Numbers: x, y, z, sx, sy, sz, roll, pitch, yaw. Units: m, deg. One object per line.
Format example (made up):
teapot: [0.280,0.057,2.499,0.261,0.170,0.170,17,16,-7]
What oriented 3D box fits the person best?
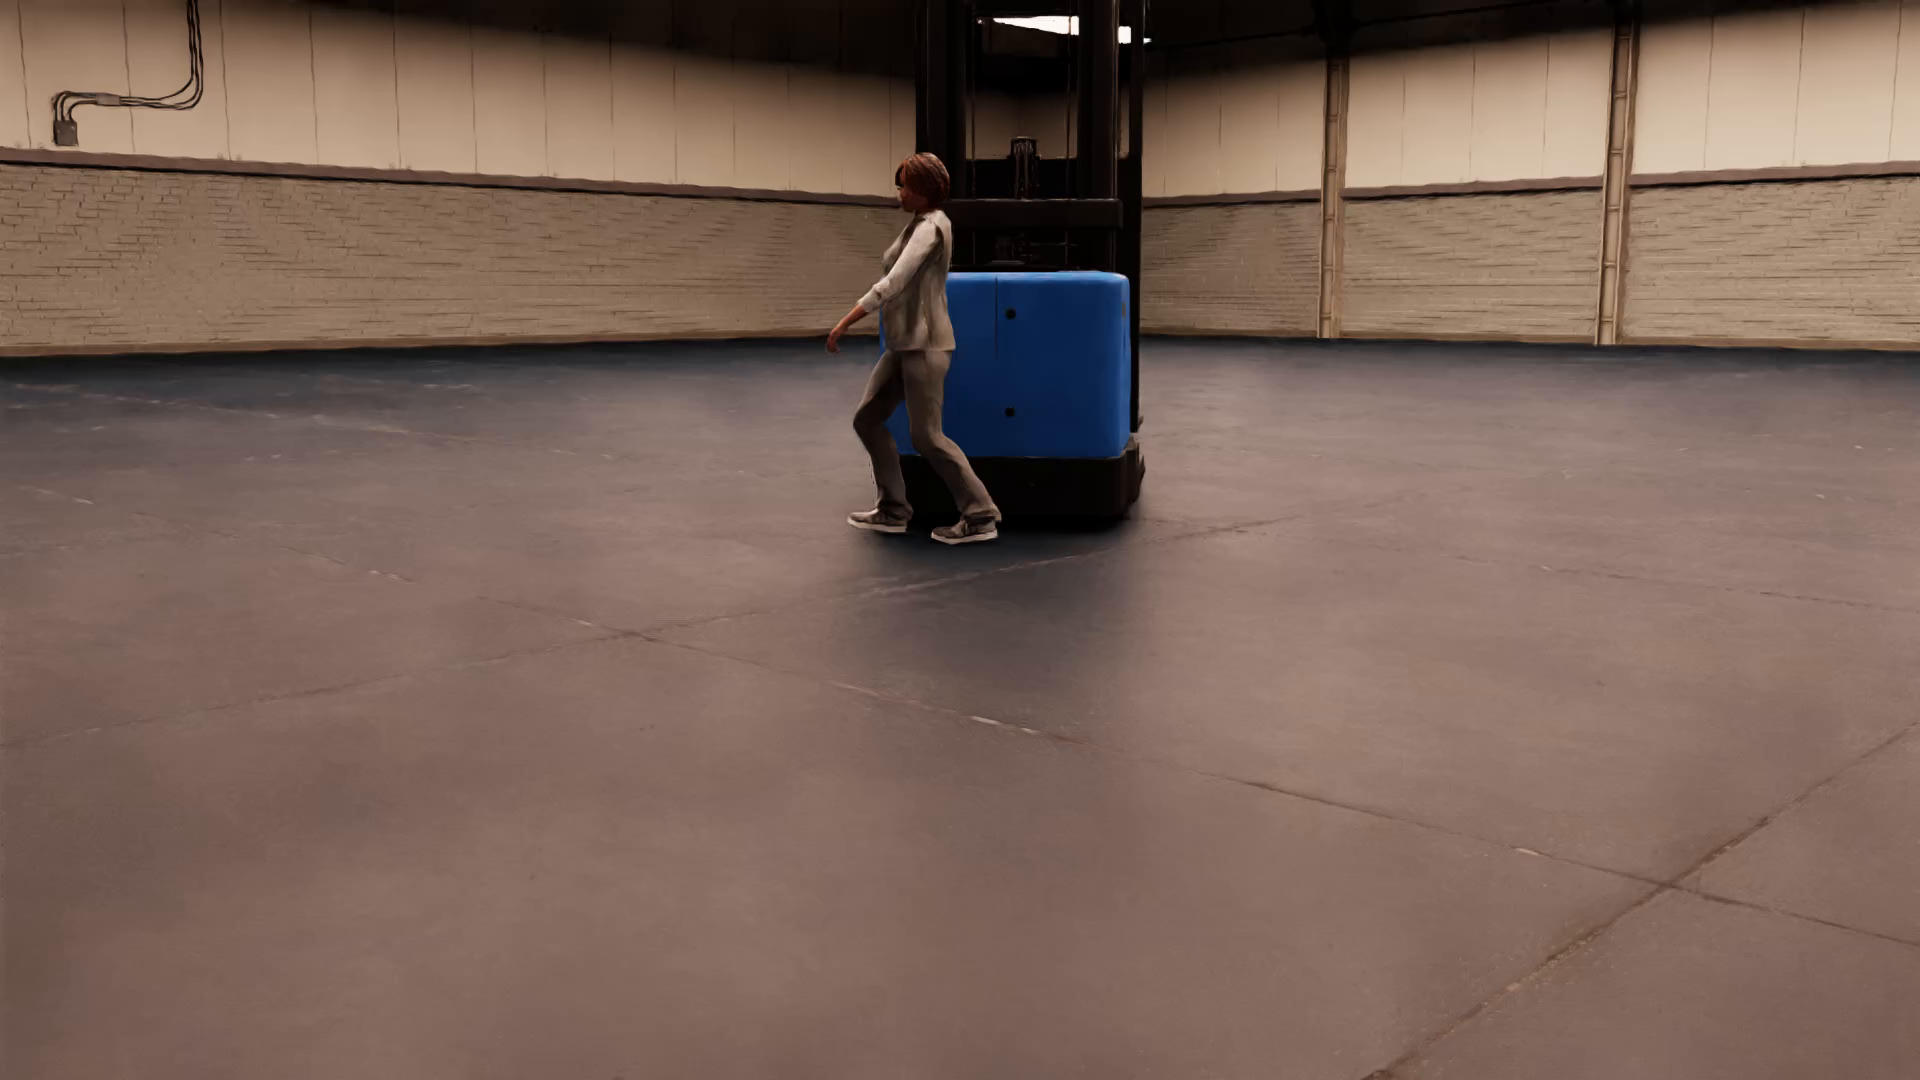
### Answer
person: [-0.196,-0.760,6.649,0.688,1.532,0.539,-1,9,-9]

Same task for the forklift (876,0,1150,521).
forklift: [0.365,-1.712,8.241,1.130,2.935,3.031,1,9,8]
